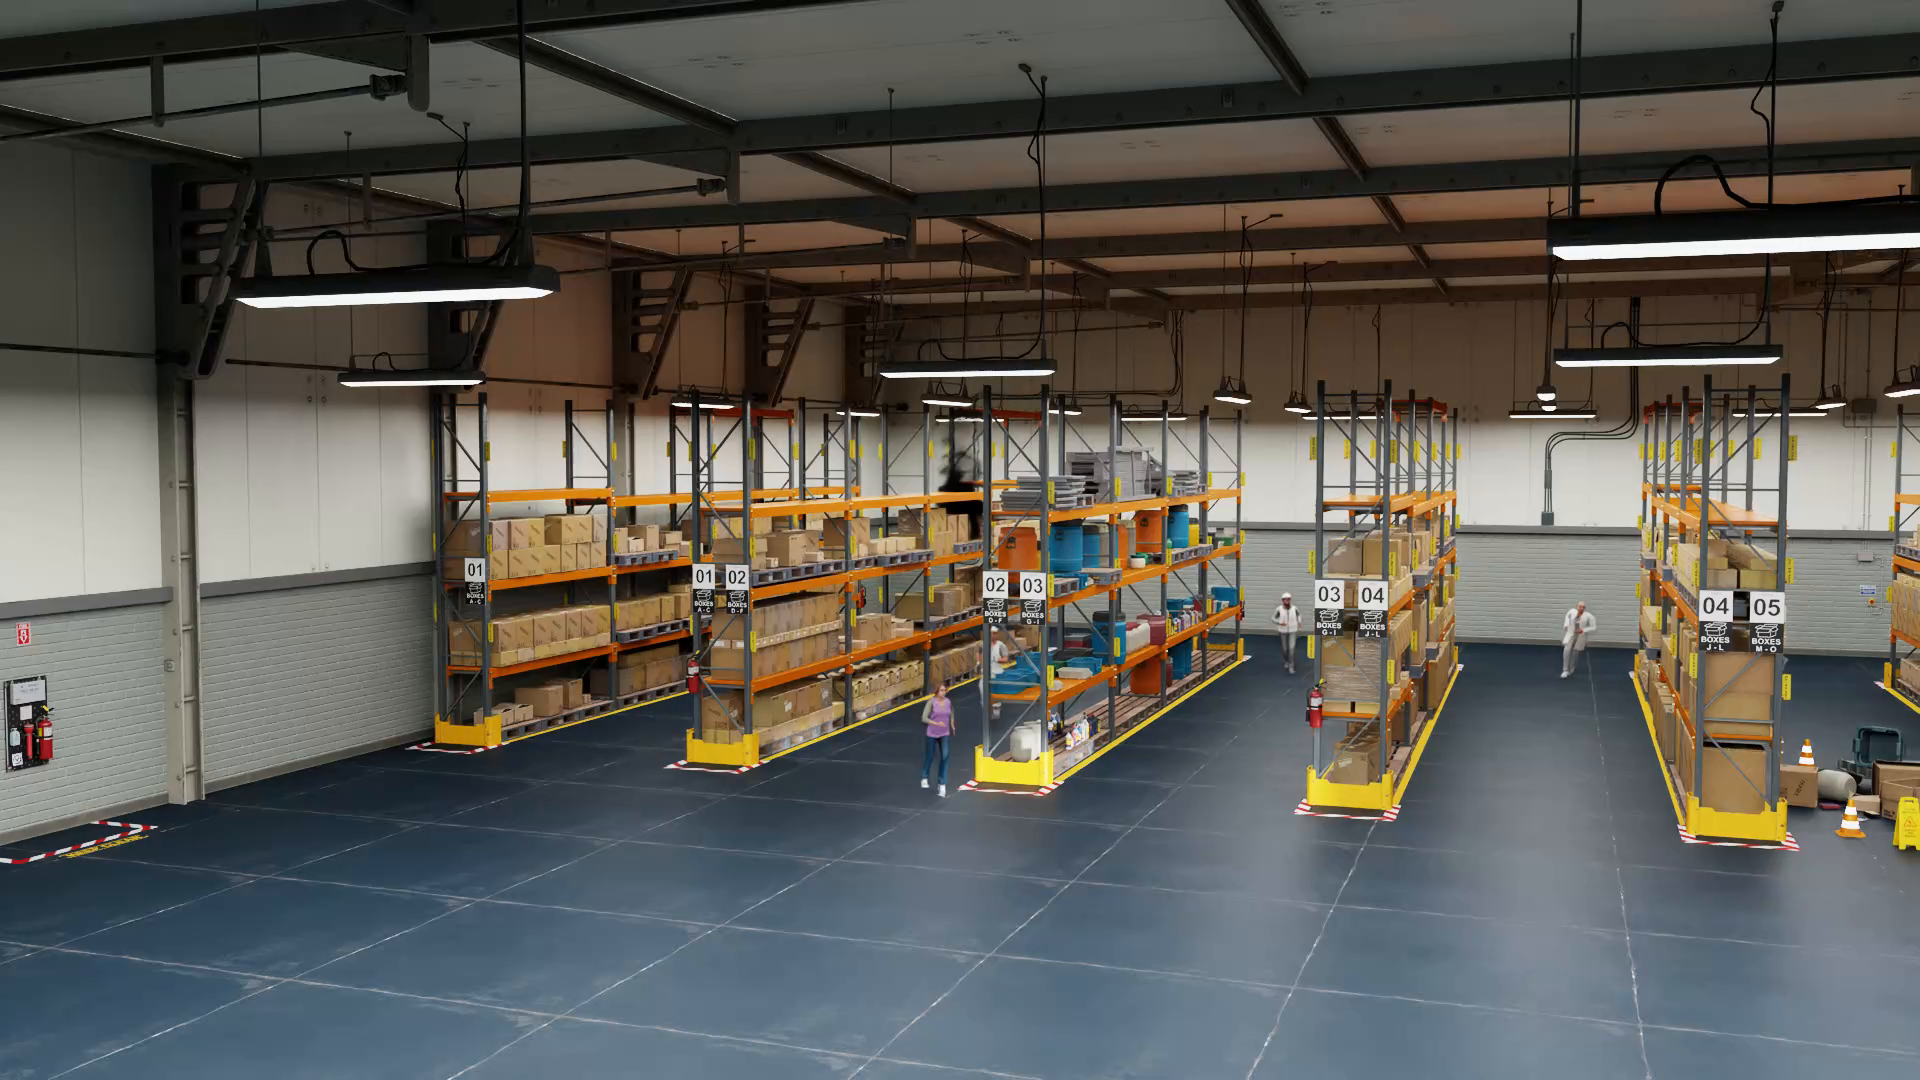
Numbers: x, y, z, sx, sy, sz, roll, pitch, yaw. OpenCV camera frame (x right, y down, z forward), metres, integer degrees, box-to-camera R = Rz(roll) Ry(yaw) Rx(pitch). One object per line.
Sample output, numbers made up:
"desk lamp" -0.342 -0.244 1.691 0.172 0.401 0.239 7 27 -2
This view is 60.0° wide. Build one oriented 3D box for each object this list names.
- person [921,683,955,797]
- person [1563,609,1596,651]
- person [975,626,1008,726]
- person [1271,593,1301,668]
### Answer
"person" -0.310 2.899 24.407 0.565 1.631 0.683 -1 3 -19
"person" 13.704 1.986 36.781 0.700 0.936 0.445 2 4 35
"person" 0.565 2.489 30.417 0.641 1.839 0.674 0 3 9
"person" 7.435 2.046 37.869 0.697 1.691 0.705 0 3 4
